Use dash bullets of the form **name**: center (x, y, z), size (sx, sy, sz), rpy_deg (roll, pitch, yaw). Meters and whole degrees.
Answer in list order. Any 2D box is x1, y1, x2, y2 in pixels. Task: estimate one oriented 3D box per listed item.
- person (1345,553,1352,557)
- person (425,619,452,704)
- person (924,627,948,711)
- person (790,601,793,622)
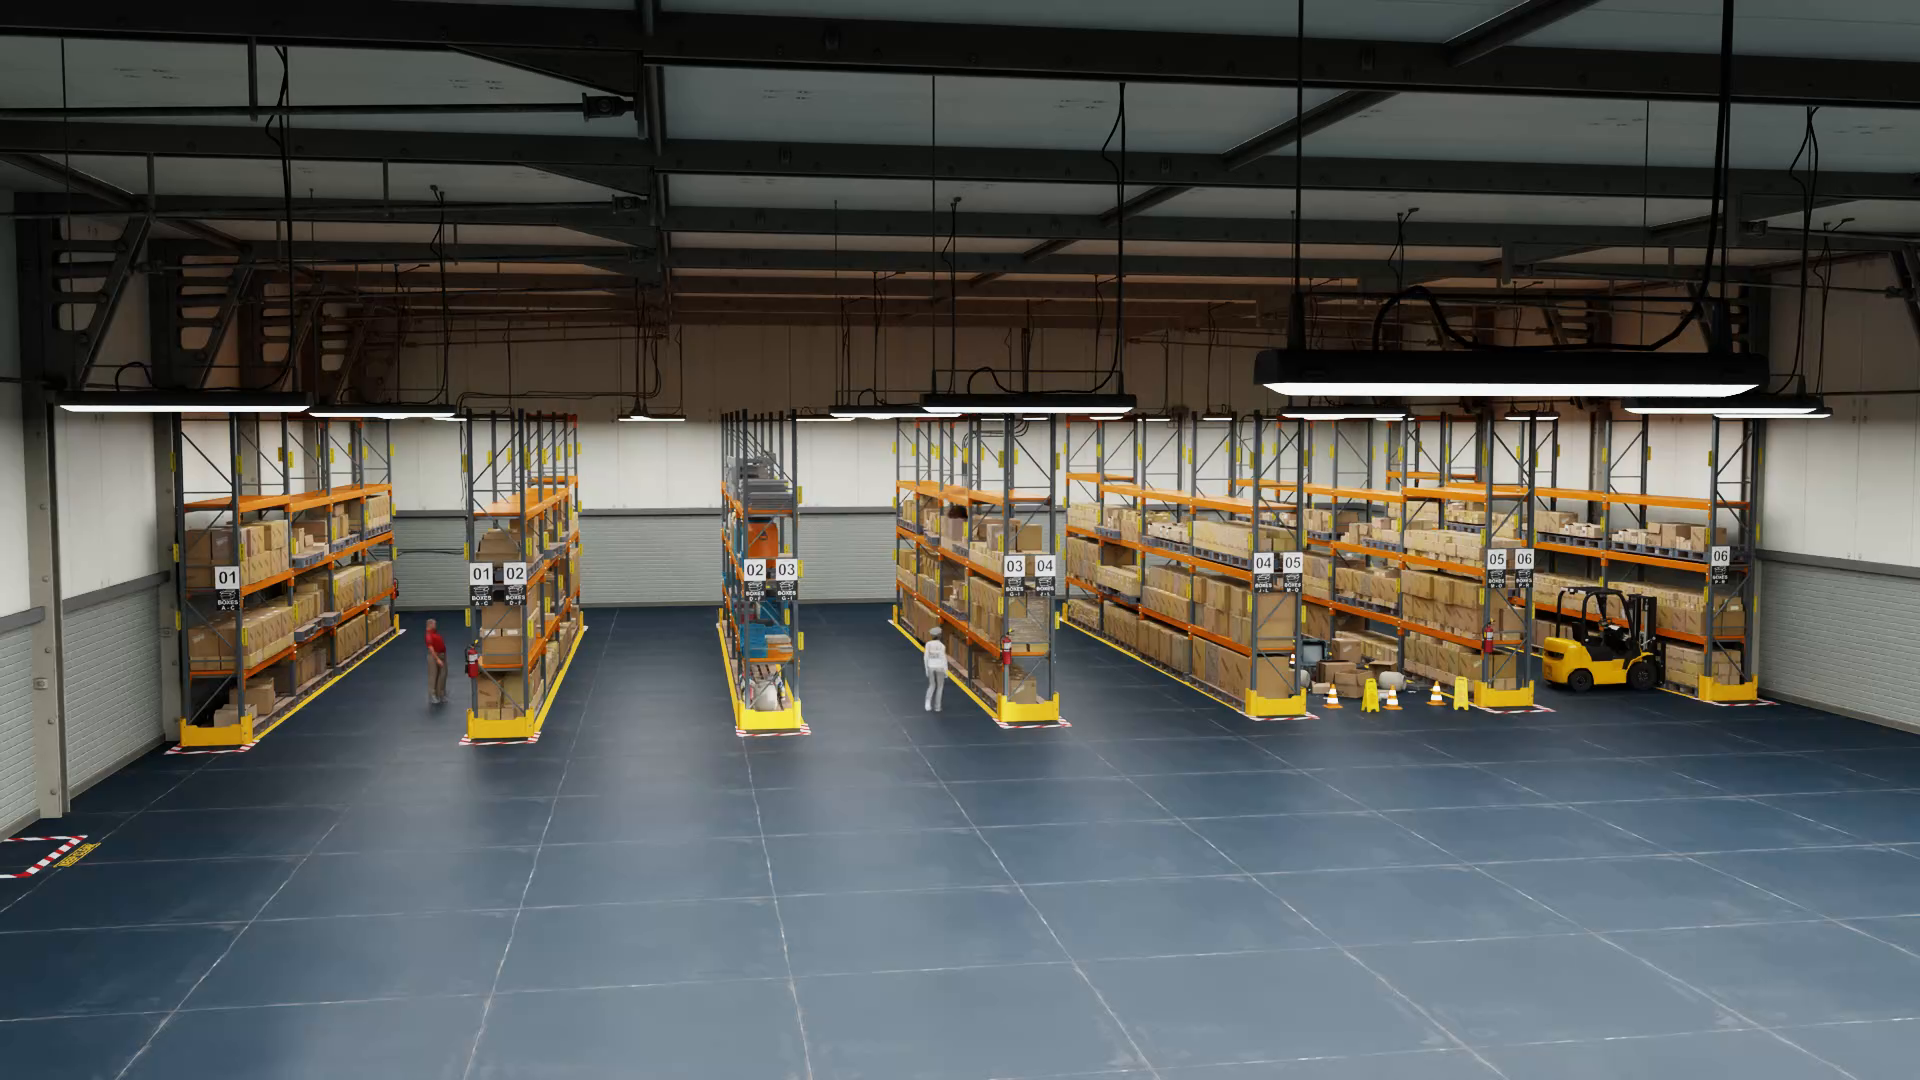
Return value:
- **person**: center (11.996, 1.276, 51.236), size (0.983, 1.745, 0.606), rpy_deg (-1, 4, -11)
- **person**: center (-10.731, 2.496, 34.193), size (0.561, 1.758, 0.623), rpy_deg (1, 4, 20)
- **person**: center (-0.490, 2.567, 32.971), size (0.495, 1.686, 0.496), rpy_deg (2, 4, 25)
- **person**: center (-4.947, 1.575, 48.073), size (0.493, 1.588, 0.940), rpy_deg (-1, 4, -20)
